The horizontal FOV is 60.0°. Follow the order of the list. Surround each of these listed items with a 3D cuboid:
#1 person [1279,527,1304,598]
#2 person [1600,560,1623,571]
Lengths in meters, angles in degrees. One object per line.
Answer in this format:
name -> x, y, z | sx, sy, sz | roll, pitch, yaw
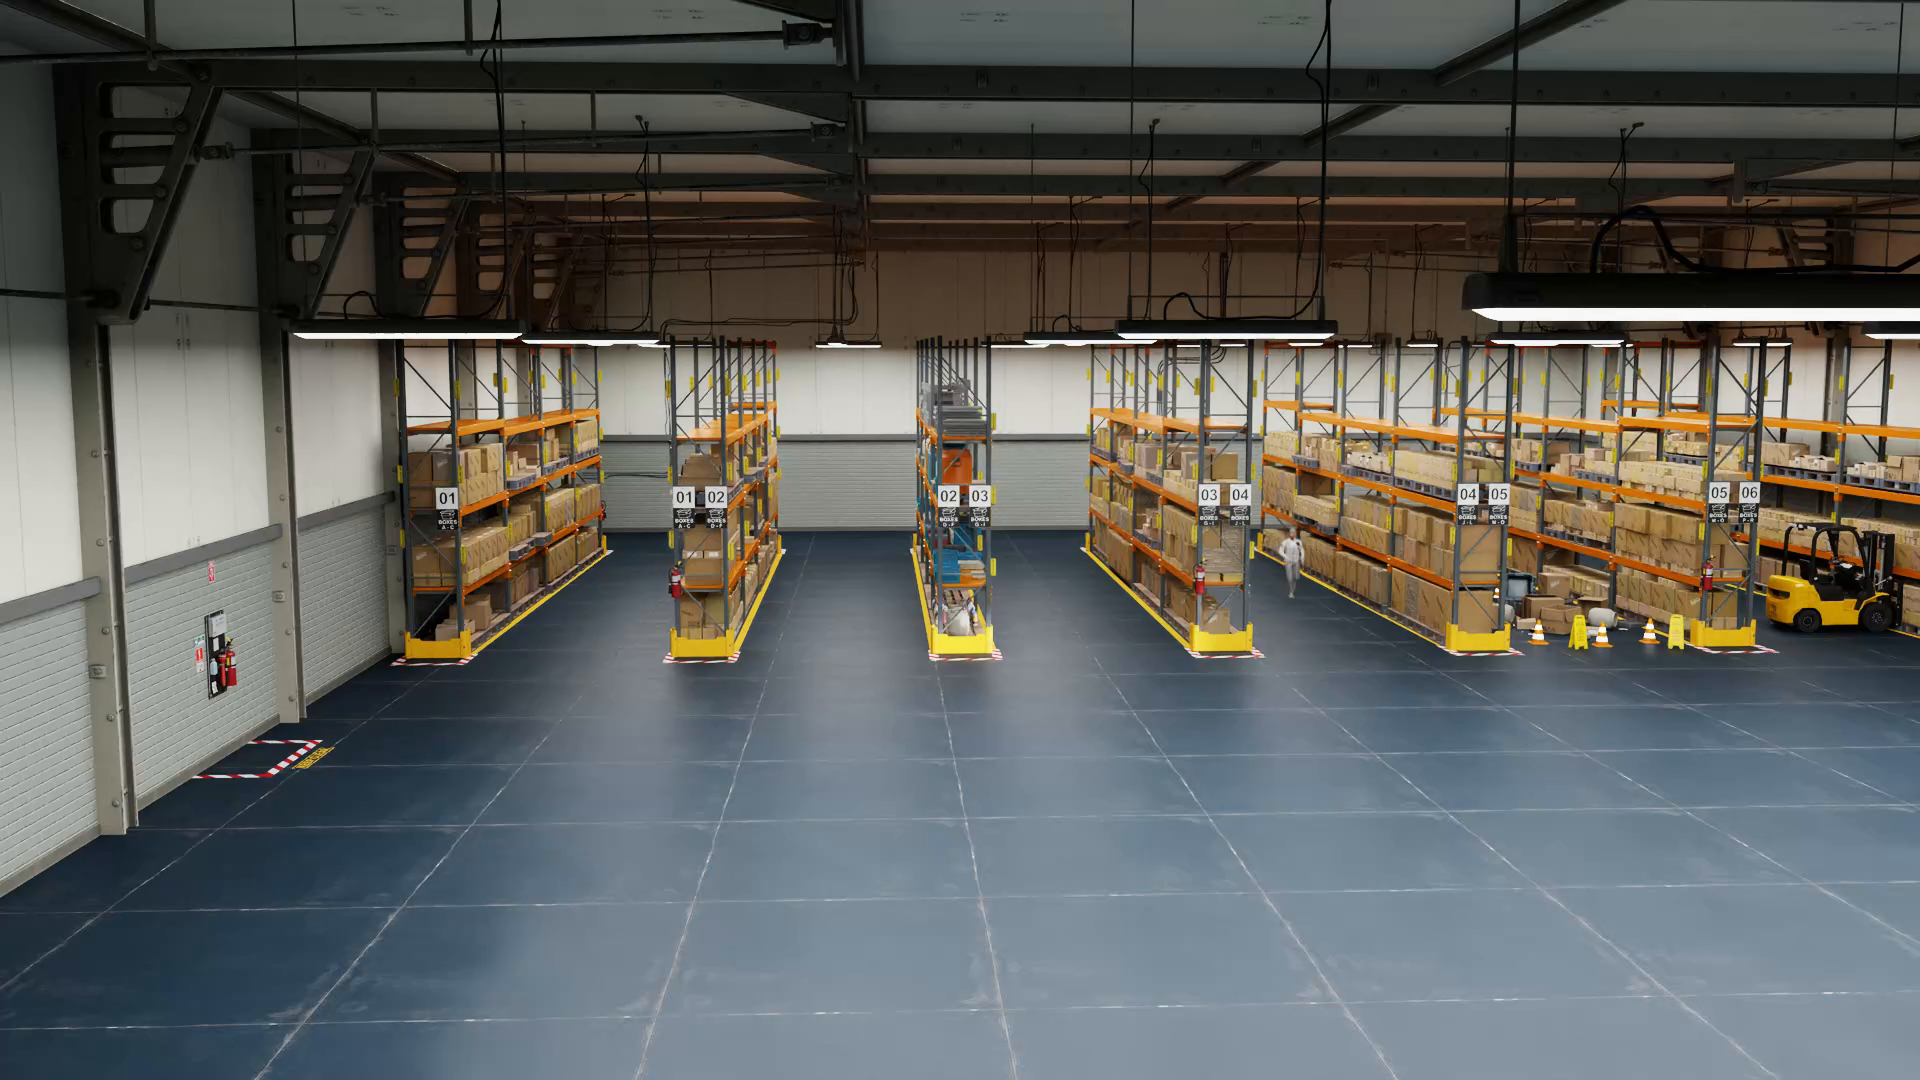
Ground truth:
person -> 7.734, 0.515, 38.754 | 0.616, 1.659, 0.554 | 0, 6, 0
person -> 16.904, 0.001, 43.078 | 0.552, 1.734, 0.775 | -1, 7, -10
